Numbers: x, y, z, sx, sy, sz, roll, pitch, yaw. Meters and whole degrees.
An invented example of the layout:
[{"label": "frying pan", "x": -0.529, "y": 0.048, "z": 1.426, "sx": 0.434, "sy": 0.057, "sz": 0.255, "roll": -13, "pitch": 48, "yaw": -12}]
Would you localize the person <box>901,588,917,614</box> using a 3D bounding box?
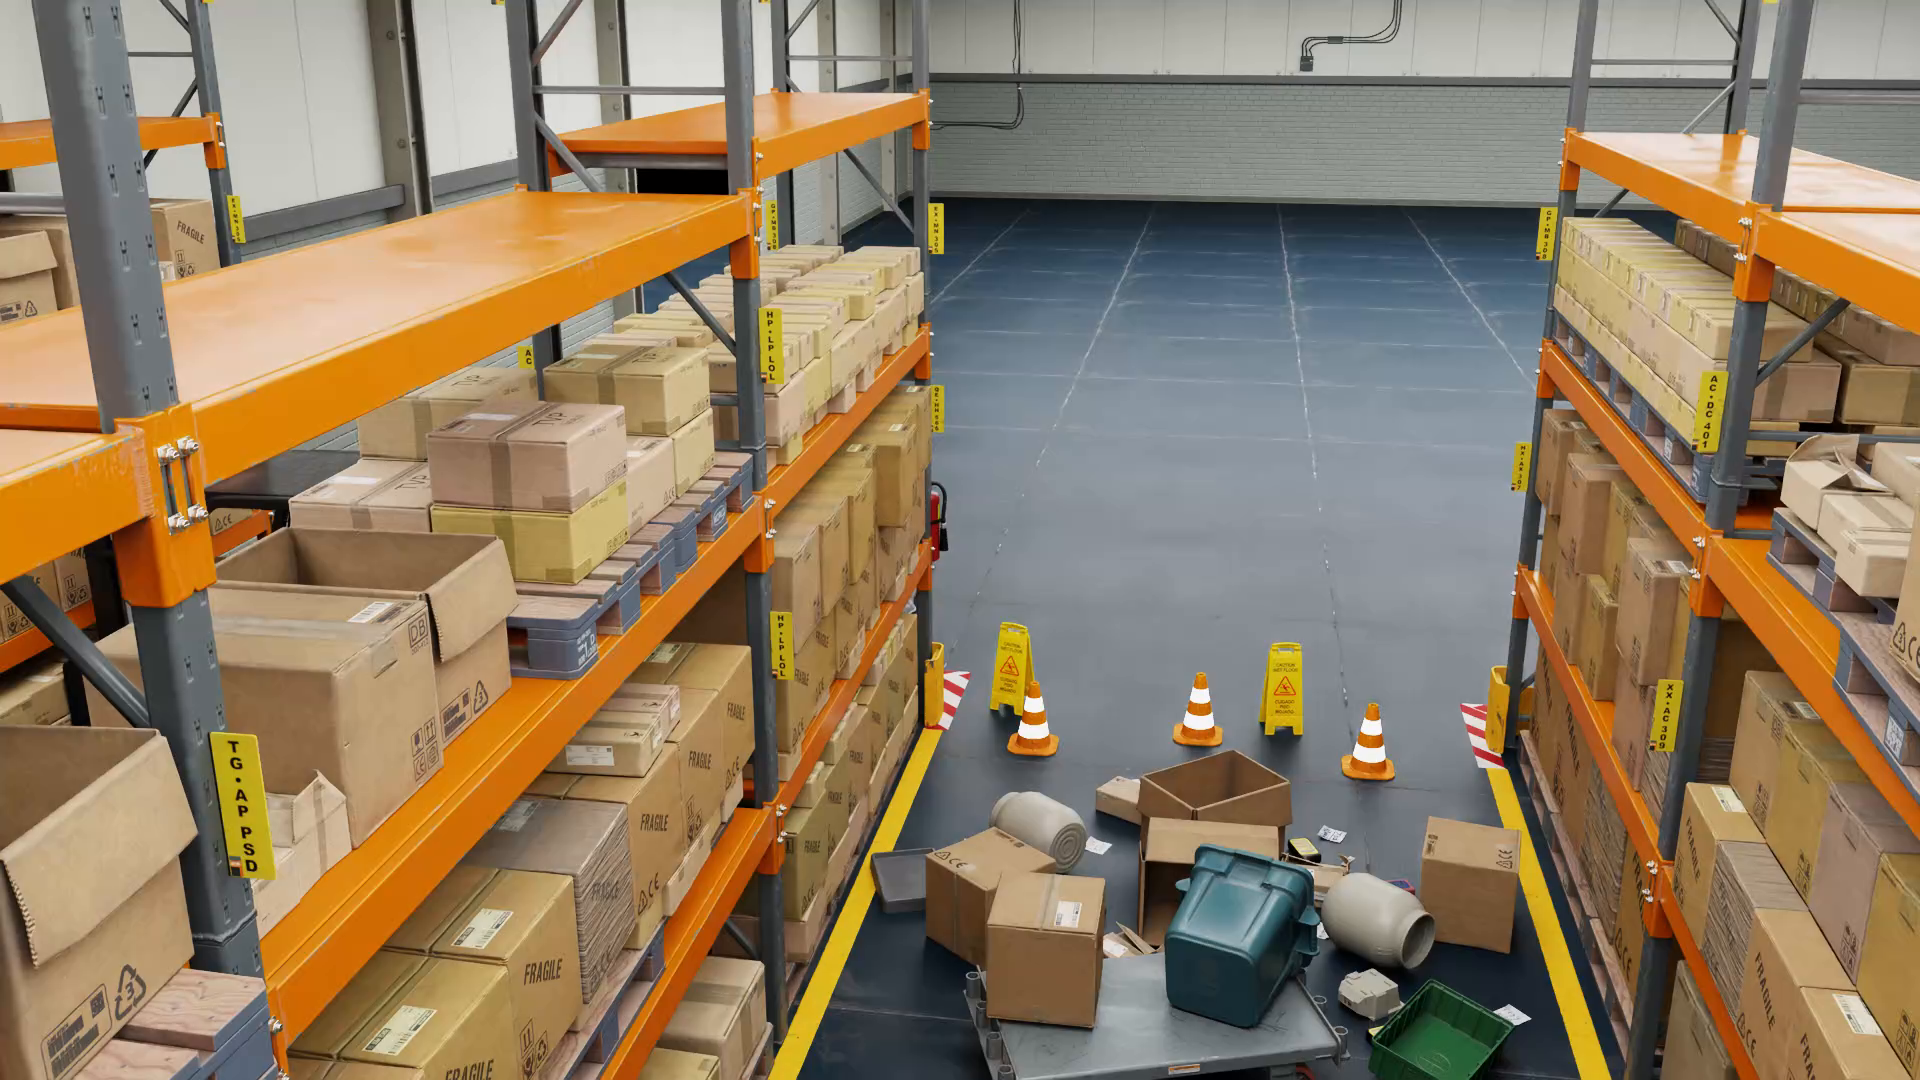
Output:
[{"label": "person", "x": -0.544, "y": 0.206, "z": 13.928, "sx": 0.455, "sy": 0.763, "sz": 0.914, "roll": 2, "pitch": 18, "yaw": 7}]
